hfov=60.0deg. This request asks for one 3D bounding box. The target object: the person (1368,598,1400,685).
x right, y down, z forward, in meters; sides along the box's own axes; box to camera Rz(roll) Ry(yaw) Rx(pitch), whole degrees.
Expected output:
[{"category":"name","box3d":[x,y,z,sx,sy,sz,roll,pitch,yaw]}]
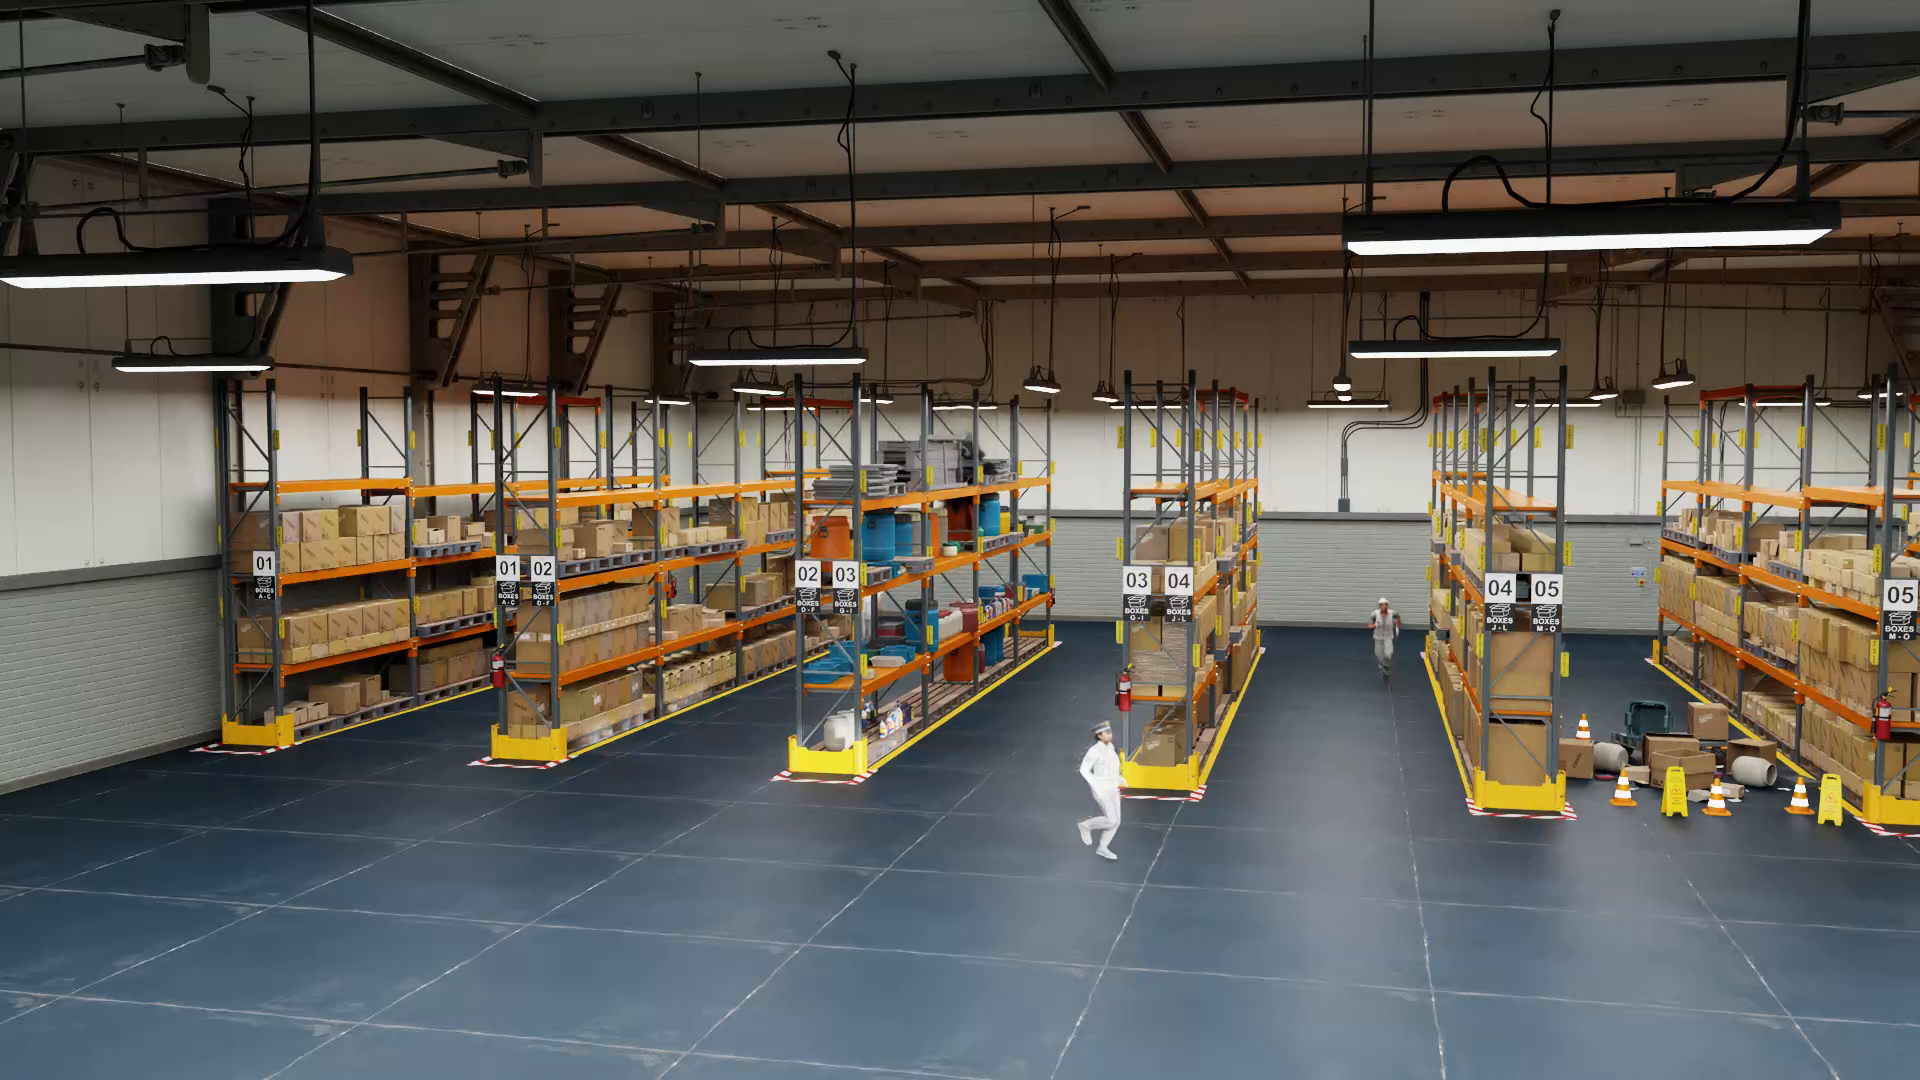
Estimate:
[{"category":"person","box3d":[8.694,2.071,34.110,0.620,1.785,0.829,1,4,18]}]

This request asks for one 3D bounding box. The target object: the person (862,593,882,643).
[{"category":"person","box3d":[-2.022,1.730,35.883,0.614,1.876,0.735,0,3,3]}]

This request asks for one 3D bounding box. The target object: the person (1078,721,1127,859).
[{"category":"person","box3d":[1.722,2.987,19.981,0.554,1.660,0.616,3,4,40]}]
